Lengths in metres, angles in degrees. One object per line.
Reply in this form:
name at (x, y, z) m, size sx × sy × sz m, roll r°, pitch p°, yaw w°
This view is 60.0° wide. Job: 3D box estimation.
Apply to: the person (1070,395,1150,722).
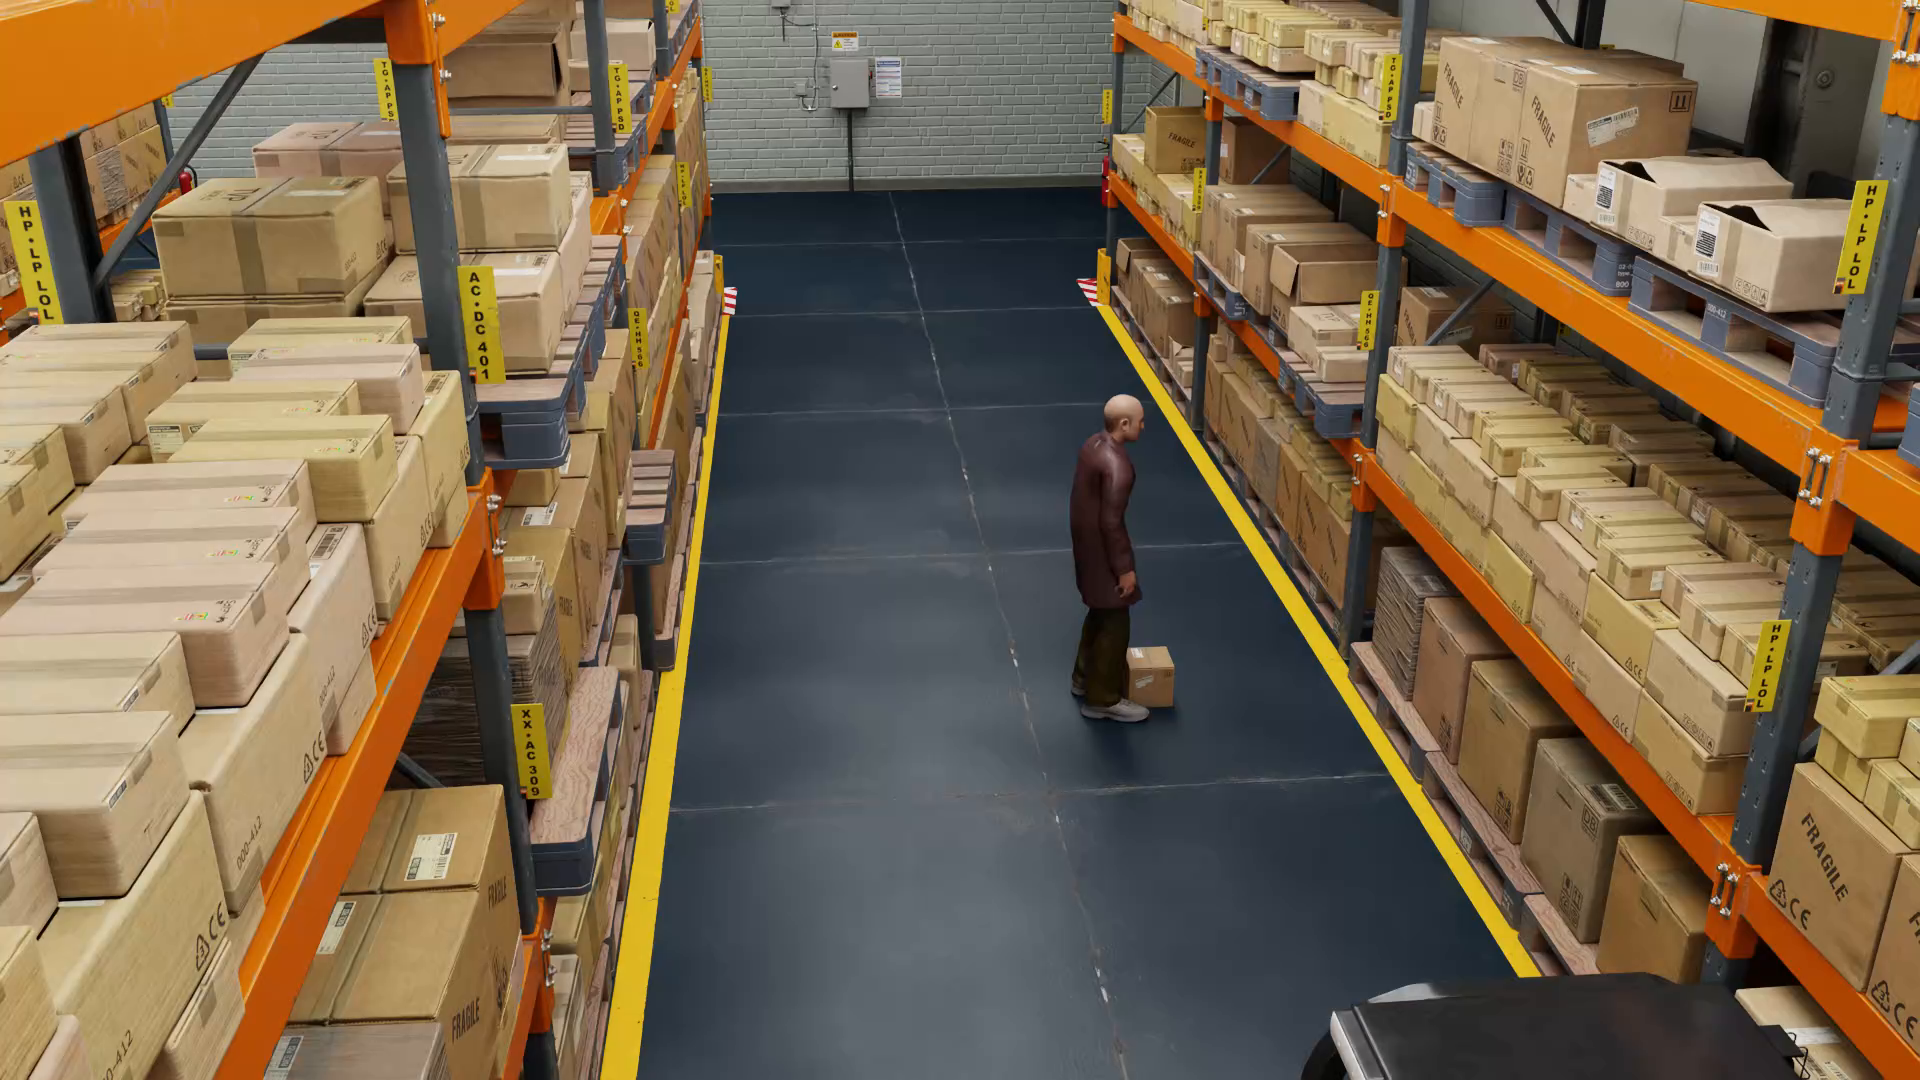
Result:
person at (0.797, 0.076, 8.943) m, size 0.416 × 1.774 × 0.654 m, roll -3°, pitch 24°, yaw -6°
